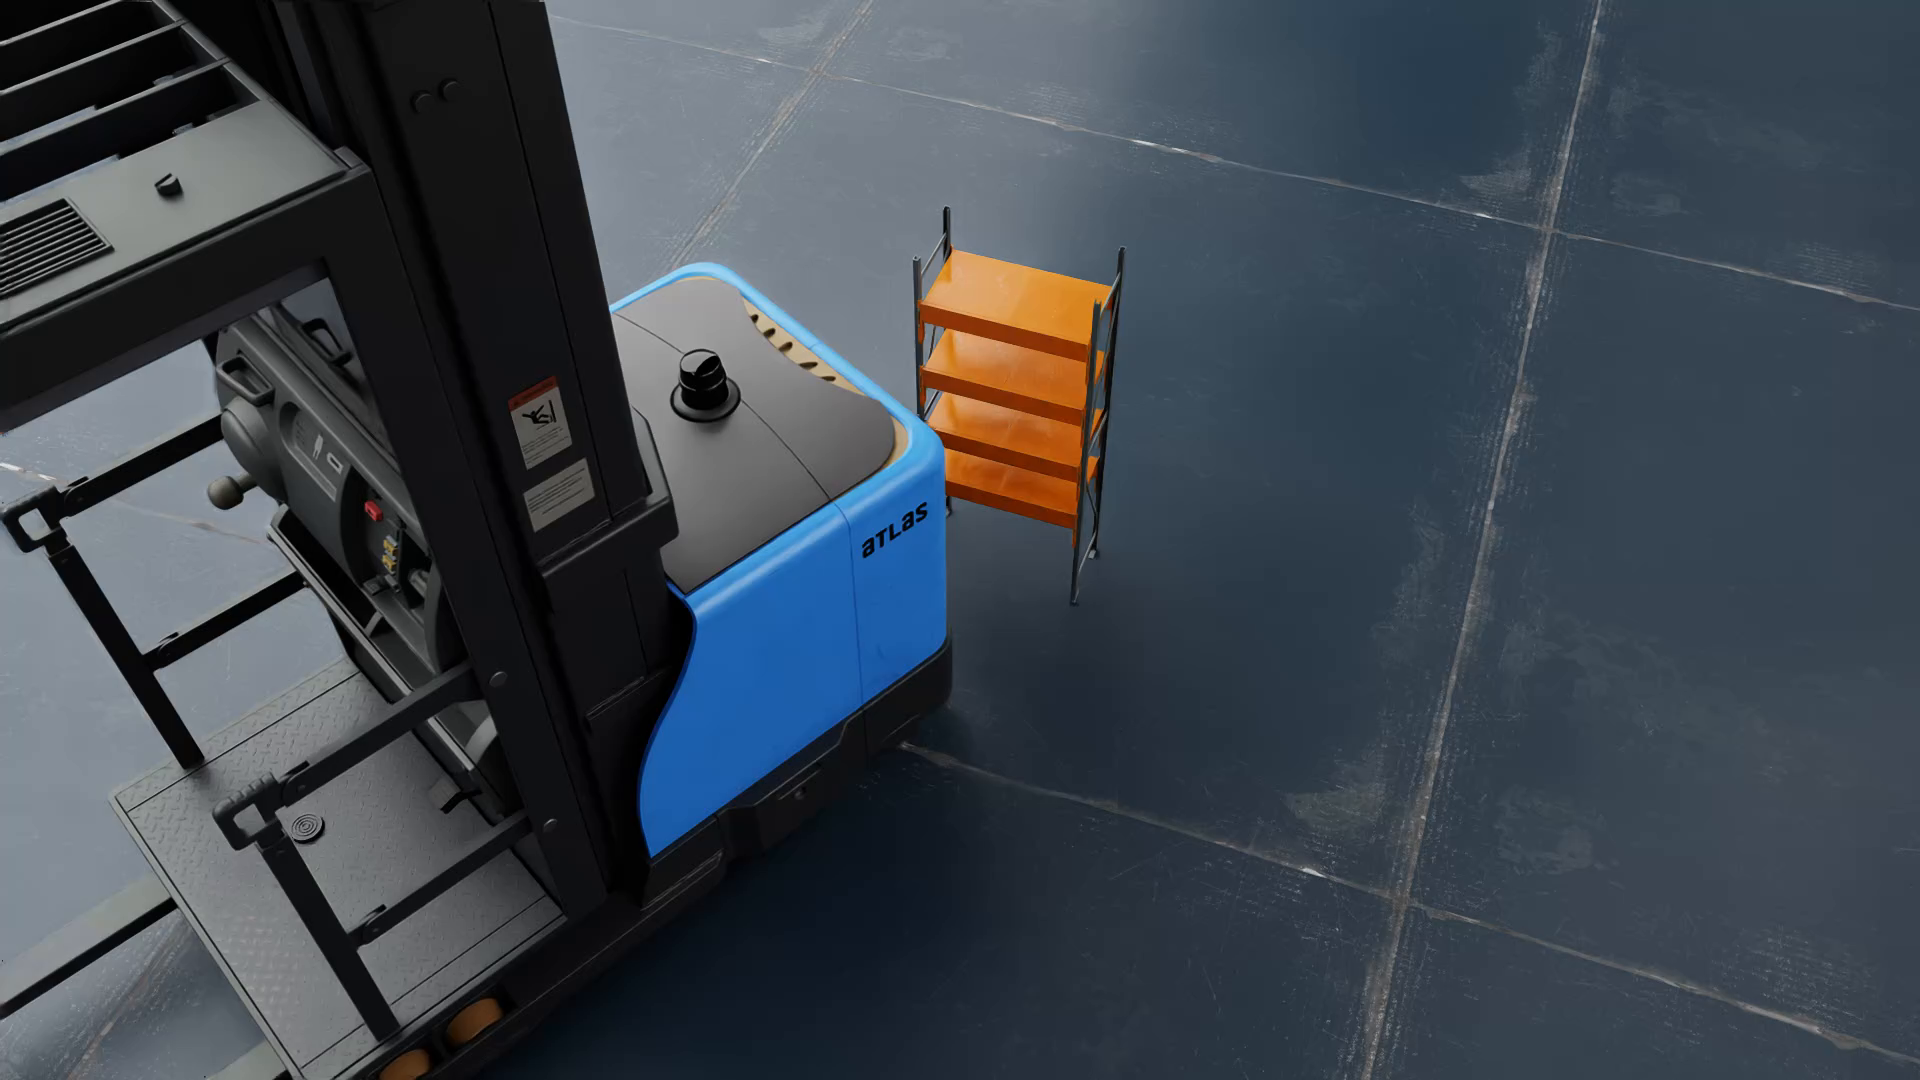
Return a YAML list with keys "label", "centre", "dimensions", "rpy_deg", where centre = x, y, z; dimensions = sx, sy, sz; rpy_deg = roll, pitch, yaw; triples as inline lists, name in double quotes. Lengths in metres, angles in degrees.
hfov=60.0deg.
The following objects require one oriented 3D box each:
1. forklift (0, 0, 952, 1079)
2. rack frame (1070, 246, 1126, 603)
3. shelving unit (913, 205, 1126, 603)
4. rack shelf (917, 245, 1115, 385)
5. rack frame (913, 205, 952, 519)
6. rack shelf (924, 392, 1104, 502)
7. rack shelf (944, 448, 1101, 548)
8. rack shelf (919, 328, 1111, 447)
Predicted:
- label: "forklift"
  centre: [-1.451, -0.017, 3.325]
  dimensions: [3.031, 2.935, 1.130]
  rpy_deg: [-35, 57, -26]
- label: "rack frame"
  centre: [0.384, -0.286, 4.704]
  dimensions: [0.015, 1.200, 0.240]
  rpy_deg: [16, 51, 13]
- label: "shelving unit"
  centre: [0.155, -0.350, 4.759]
  dimensions: [0.503, 1.200, 0.258]
  rpy_deg: [16, 51, 13]
- label: "rack shelf"
  centre: [0.155, -0.607, 4.462]
  dimensions: [0.480, 0.148, 0.258]
  rpy_deg: [16, 51, 13]
- label: "rack frame"
  centre: [-0.074, -0.414, 4.814]
  dimensions: [0.015, 1.200, 0.240]
  rpy_deg: [16, 51, 13]
- label: "rack shelf"
  centre: [0.155, -0.306, 4.810]
  dimensions: [0.480, 0.148, 0.258]
  rpy_deg: [16, 51, 13]
- label: "rack shelf"
  centre: [0.155, -0.176, 4.960]
  dimensions: [0.480, 0.148, 0.258]
  rpy_deg: [16, 51, 13]
- label: "rack shelf"
  centre: [0.155, -0.452, 4.641]
  dimensions: [0.480, 0.148, 0.258]
  rpy_deg: [16, 51, 13]
